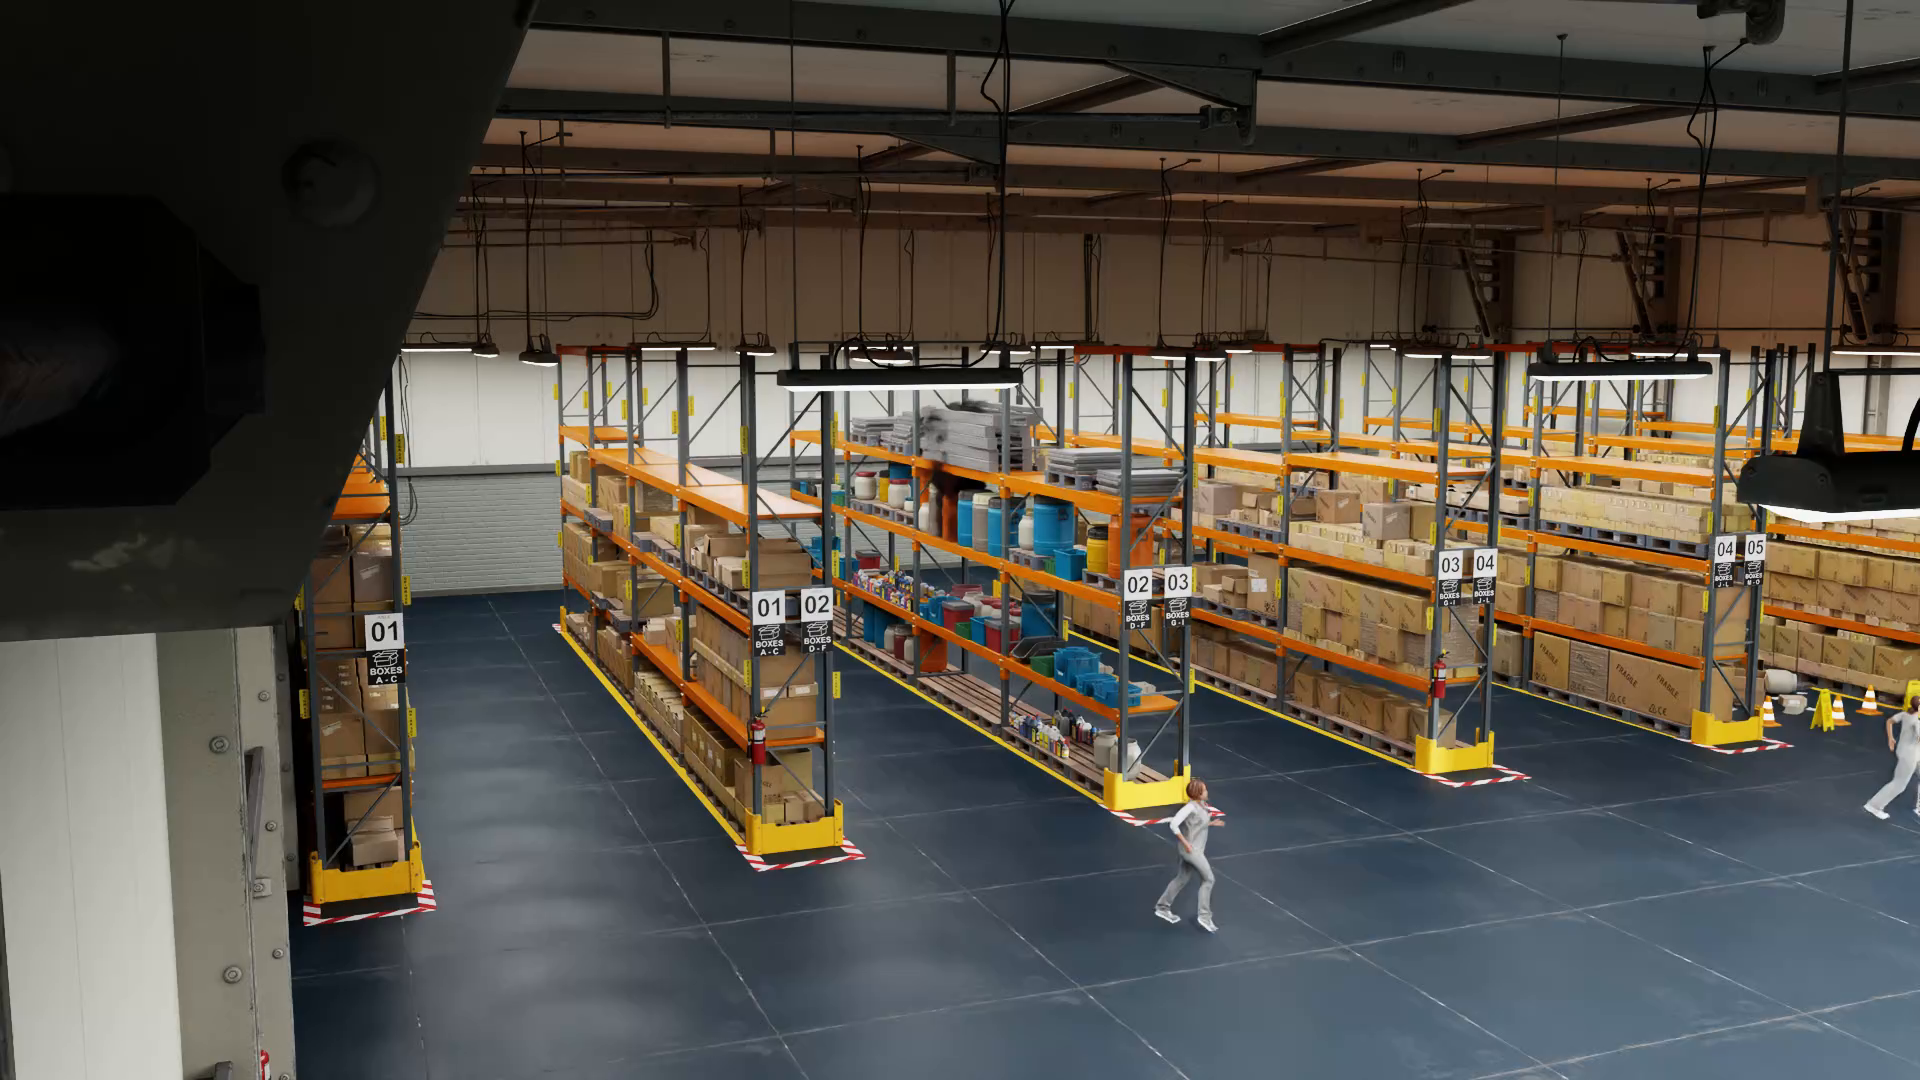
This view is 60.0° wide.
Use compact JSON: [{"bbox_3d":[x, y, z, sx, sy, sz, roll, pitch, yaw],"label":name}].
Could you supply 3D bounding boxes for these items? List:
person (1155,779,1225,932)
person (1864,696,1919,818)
[{"bbox_3d":[2.431,3.325,17.583,0.723,1.650,0.510,1,7,6],"label":"person"},{"bbox_3d":[12.077,2.816,21.283,0.843,1.706,0.587,1,7,11],"label":"person"}]
